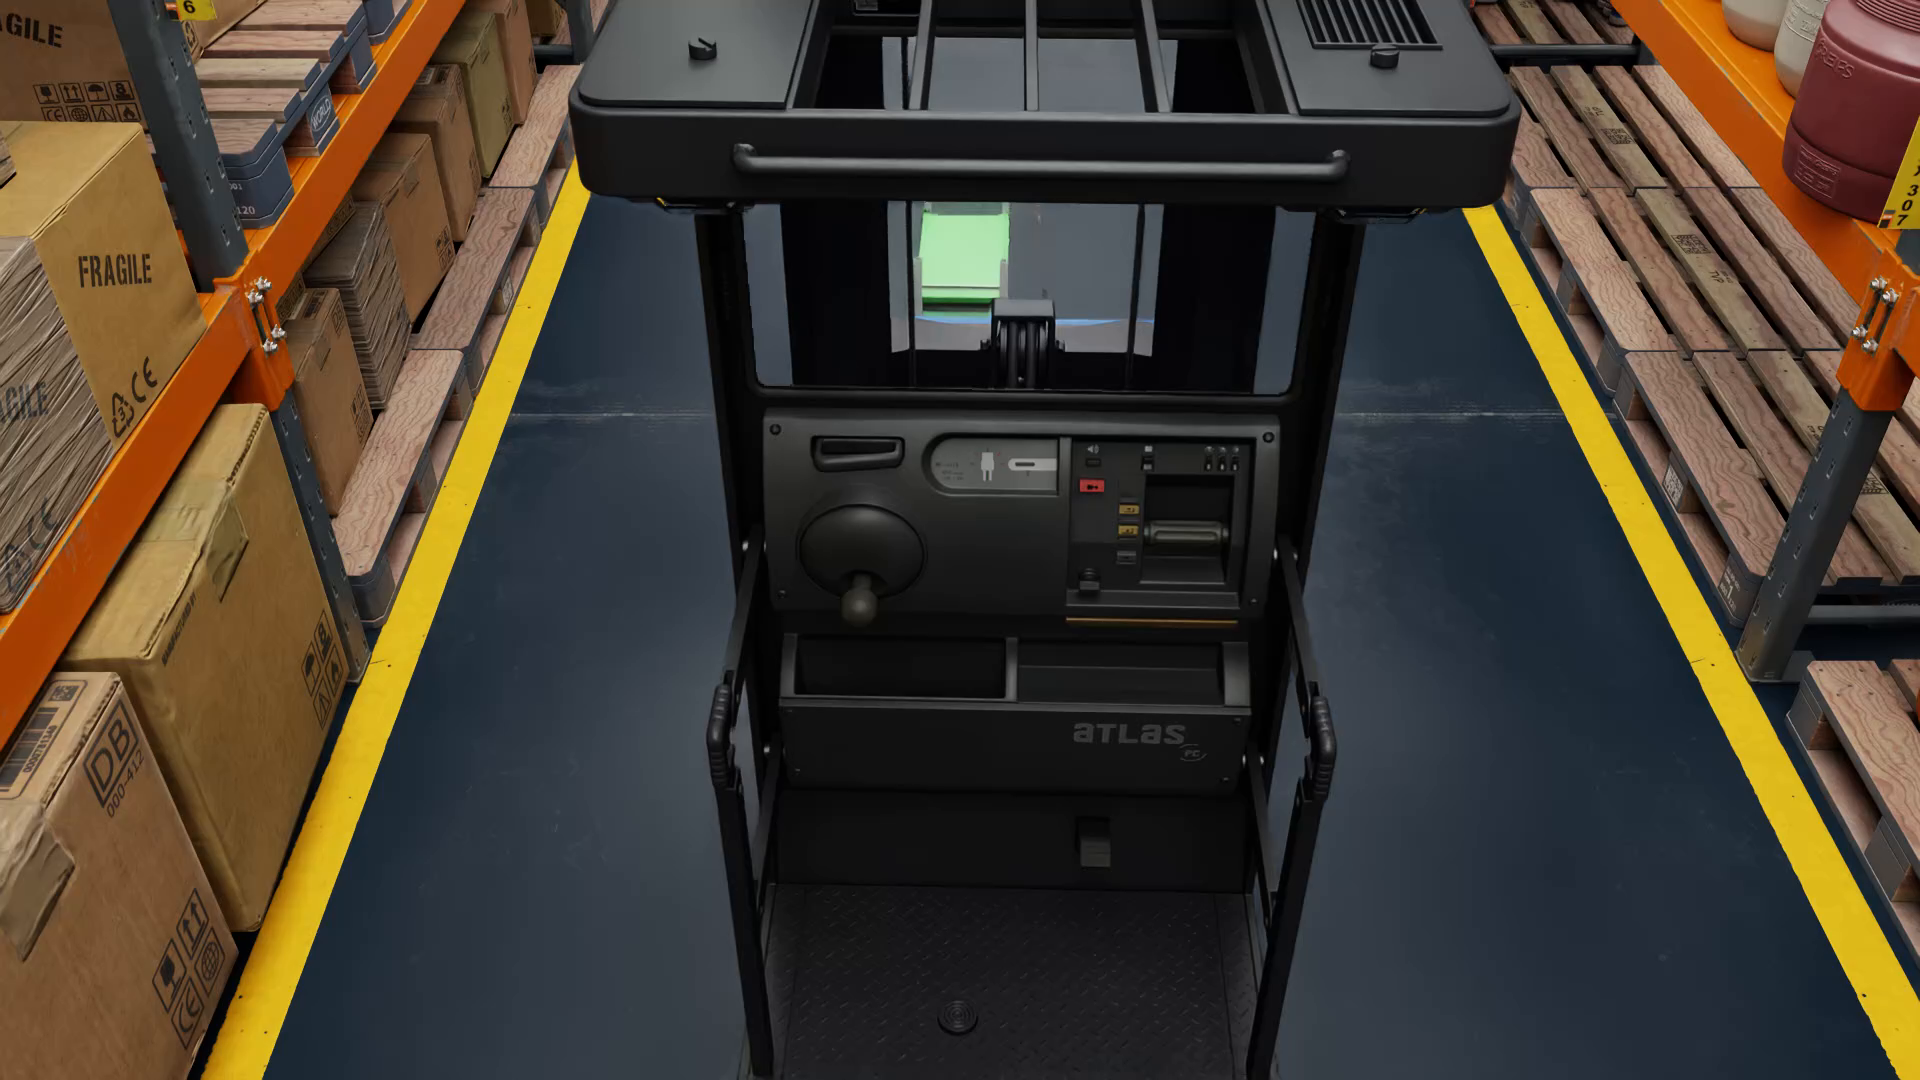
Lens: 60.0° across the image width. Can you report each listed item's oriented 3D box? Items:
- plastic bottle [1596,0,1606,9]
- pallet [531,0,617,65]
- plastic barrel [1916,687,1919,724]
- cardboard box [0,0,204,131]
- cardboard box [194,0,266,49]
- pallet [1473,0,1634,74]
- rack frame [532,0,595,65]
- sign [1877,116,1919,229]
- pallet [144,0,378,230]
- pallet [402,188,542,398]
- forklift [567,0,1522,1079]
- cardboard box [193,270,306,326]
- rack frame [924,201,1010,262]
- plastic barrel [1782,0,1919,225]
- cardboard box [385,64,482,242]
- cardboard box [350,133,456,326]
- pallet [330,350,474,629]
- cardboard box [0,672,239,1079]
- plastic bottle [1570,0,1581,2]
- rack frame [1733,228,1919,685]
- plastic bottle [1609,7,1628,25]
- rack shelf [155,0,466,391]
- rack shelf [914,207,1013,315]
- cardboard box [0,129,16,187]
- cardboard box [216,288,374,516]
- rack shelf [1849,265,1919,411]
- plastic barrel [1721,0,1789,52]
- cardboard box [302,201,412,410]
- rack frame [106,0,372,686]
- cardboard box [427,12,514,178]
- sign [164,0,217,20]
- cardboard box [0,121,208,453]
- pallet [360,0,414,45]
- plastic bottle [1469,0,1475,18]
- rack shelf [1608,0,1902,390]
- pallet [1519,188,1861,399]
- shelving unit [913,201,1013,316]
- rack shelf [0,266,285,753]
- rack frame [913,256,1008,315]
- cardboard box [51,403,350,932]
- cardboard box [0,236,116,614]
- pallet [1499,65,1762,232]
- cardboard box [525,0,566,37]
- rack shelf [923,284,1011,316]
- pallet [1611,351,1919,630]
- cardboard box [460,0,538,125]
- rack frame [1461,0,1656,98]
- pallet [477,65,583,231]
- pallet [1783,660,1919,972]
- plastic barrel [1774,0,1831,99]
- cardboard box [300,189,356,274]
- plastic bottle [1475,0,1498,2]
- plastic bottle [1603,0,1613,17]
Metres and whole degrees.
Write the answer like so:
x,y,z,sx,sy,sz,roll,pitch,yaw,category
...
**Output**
x,y,z,sx,sy,sz,roll,pitch,yaw,category
3.179,-2.705,8.113,0.097,0.201,0.097,0,39,0,plastic bottle
-2.248,-2.627,8.359,1.003,0.211,1.213,0,39,0,pallet
2.764,0.192,4.012,0.600,0.830,0.708,0,39,0,plastic barrel
-2.247,-1.334,4.100,0.500,0.500,0.500,-5,39,-6,cardboard box
-2.348,-1.683,4.536,0.700,0.500,0.500,5,39,7,cardboard box
2.782,-2.631,8.364,1.003,0.211,1.213,0,39,0,pallet
-2.211,-3.295,6.963,1.000,3.000,0.127,0,39,0,rack frame
2.196,-0.856,3.789,0.100,0.325,0.005,0,39,0,sign
-2.314,-1.164,4.458,1.213,0.211,1.003,0,39,0,pallet
-2.205,-0.955,6.273,1.003,0.211,1.213,0,39,0,pallet
0.105,0.039,2.857,1.130,2.935,3.031,1,39,1,forklift
-2.238,-0.702,4.774,0.500,0.250,0.500,1,39,2,cardboard box
0.019,-0.553,4.981,0.240,1.200,0.015,1,39,2,rack frame
2.443,-1.140,4.165,0.600,0.536,0.708,0,39,0,plastic barrel
-2.249,-1.459,6.319,0.700,0.500,0.500,-3,39,-4,cardboard box
-2.249,-1.110,5.884,0.700,0.500,0.500,3,39,4,cardboard box
-2.206,-0.194,5.324,1.003,0.211,1.213,0,39,0,pallet
-2.234,0.861,3.141,1.225,0.875,0.875,0,39,0,cardboard box
3.045,-2.812,8.180,0.061,0.283,0.133,0,39,0,plastic bottle
2.746,-0.797,3.846,1.000,3.000,0.127,0,39,0,rack frame
3.180,-2.605,7.932,0.097,0.271,0.097,0,39,0,plastic bottle
-2.209,-1.764,5.627,1.077,0.370,4.000,0,39,0,rack shelf
0.011,-0.726,4.530,0.258,0.148,0.480,1,39,2,rack shelf
-2.222,-0.767,2.926,0.797,0.503,0.637,1,39,1,cardboard box
-2.228,-0.409,5.009,0.700,0.500,0.500,-2,39,-2,cardboard box
2.748,0.734,2.510,1.077,0.370,4.000,0,39,0,rack shelf
2.531,-1.747,4.942,0.421,0.512,0.421,0,39,0,plastic barrel
-2.241,-0.756,5.441,0.700,0.500,0.500,-3,39,-4,cardboard box
-2.207,-0.794,3.842,1.000,3.000,0.127,0,39,0,rack frame
-2.251,-1.809,6.756,0.700,0.500,0.500,0,39,0,cardboard box
-1.652,-1.248,3.483,0.100,0.325,0.005,0,39,0,sign
-1.958,-0.524,3.426,0.500,0.500,0.500,1,39,1,cardboard box
-2.250,-1.957,5.446,1.003,0.211,1.213,0,39,0,pallet
2.429,-2.605,7.988,0.097,0.201,0.097,0,39,0,plastic bottle
2.744,-1.767,5.632,1.077,0.370,4.000,0,39,0,rack shelf
2.786,-0.955,6.272,1.003,0.211,1.213,0,39,0,pallet
0.011,-0.401,4.791,0.258,1.200,0.503,1,39,2,shelving unit
-2.205,0.738,2.506,1.077,0.370,4.000,0,39,0,rack shelf
0.002,-0.248,4.600,0.240,1.200,0.015,1,39,2,rack frame
-2.227,0.303,3.836,1.225,0.875,0.875,-2,39,-2,cardboard box
-1.964,-0.212,3.037,0.500,0.500,0.500,0,39,0,cardboard box
2.781,-1.719,7.227,1.003,0.211,1.213,0,39,0,pallet
-2.172,-2.734,7.926,0.500,0.500,0.500,-1,39,-1,cardboard box
0.011,-0.538,4.681,0.258,0.148,0.480,1,39,2,rack shelf
2.784,-0.194,5.323,1.003,0.211,1.213,0,39,0,pallet
-2.232,-2.107,7.128,0.700,0.500,0.500,-3,39,-4,cardboard box
2.742,-3.299,6.968,1.000,3.000,0.127,0,39,0,rack frame
-2.209,-1.720,7.228,1.003,0.211,1.213,0,39,0,pallet
2.789,0.784,4.103,1.003,0.211,1.213,0,39,0,pallet
2.531,-1.484,4.614,0.421,0.512,0.421,0,39,0,plastic barrel
-2.248,-1.033,5.188,0.500,0.250,0.500,4,39,5,cardboard box
2.597,-2.839,8.161,0.144,0.351,0.185,0,39,0,plastic bottle
3.179,-2.641,8.033,0.097,0.201,0.097,0,39,0,plastic bottle
